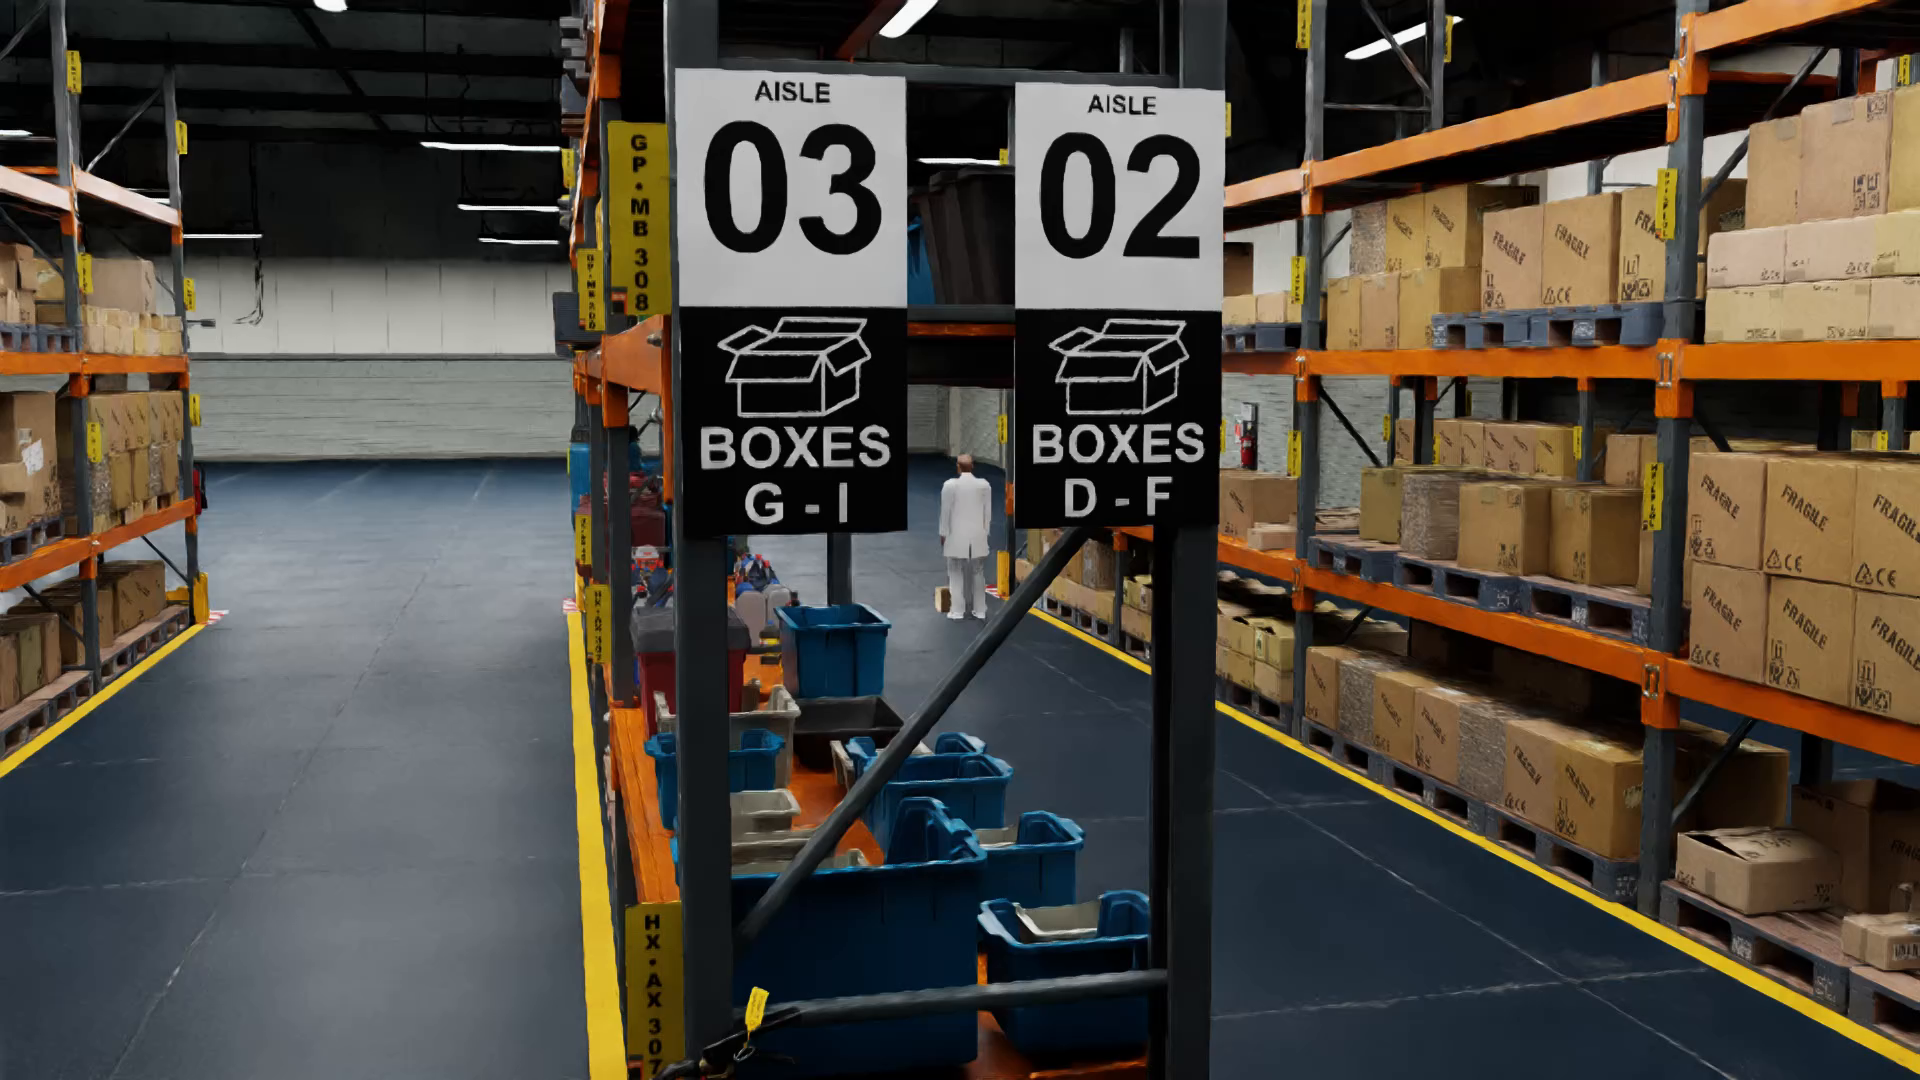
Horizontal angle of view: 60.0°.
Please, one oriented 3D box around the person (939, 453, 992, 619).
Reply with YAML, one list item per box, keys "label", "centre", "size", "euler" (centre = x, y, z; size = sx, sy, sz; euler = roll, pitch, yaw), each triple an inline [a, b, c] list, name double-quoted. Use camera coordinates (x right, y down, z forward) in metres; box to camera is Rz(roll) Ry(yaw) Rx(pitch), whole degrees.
- label: "person"
  centre: [0.049, -0.044, 17.835]
  size: [0.562, 1.774, 0.378]
  euler: [-1, 6, -12]
